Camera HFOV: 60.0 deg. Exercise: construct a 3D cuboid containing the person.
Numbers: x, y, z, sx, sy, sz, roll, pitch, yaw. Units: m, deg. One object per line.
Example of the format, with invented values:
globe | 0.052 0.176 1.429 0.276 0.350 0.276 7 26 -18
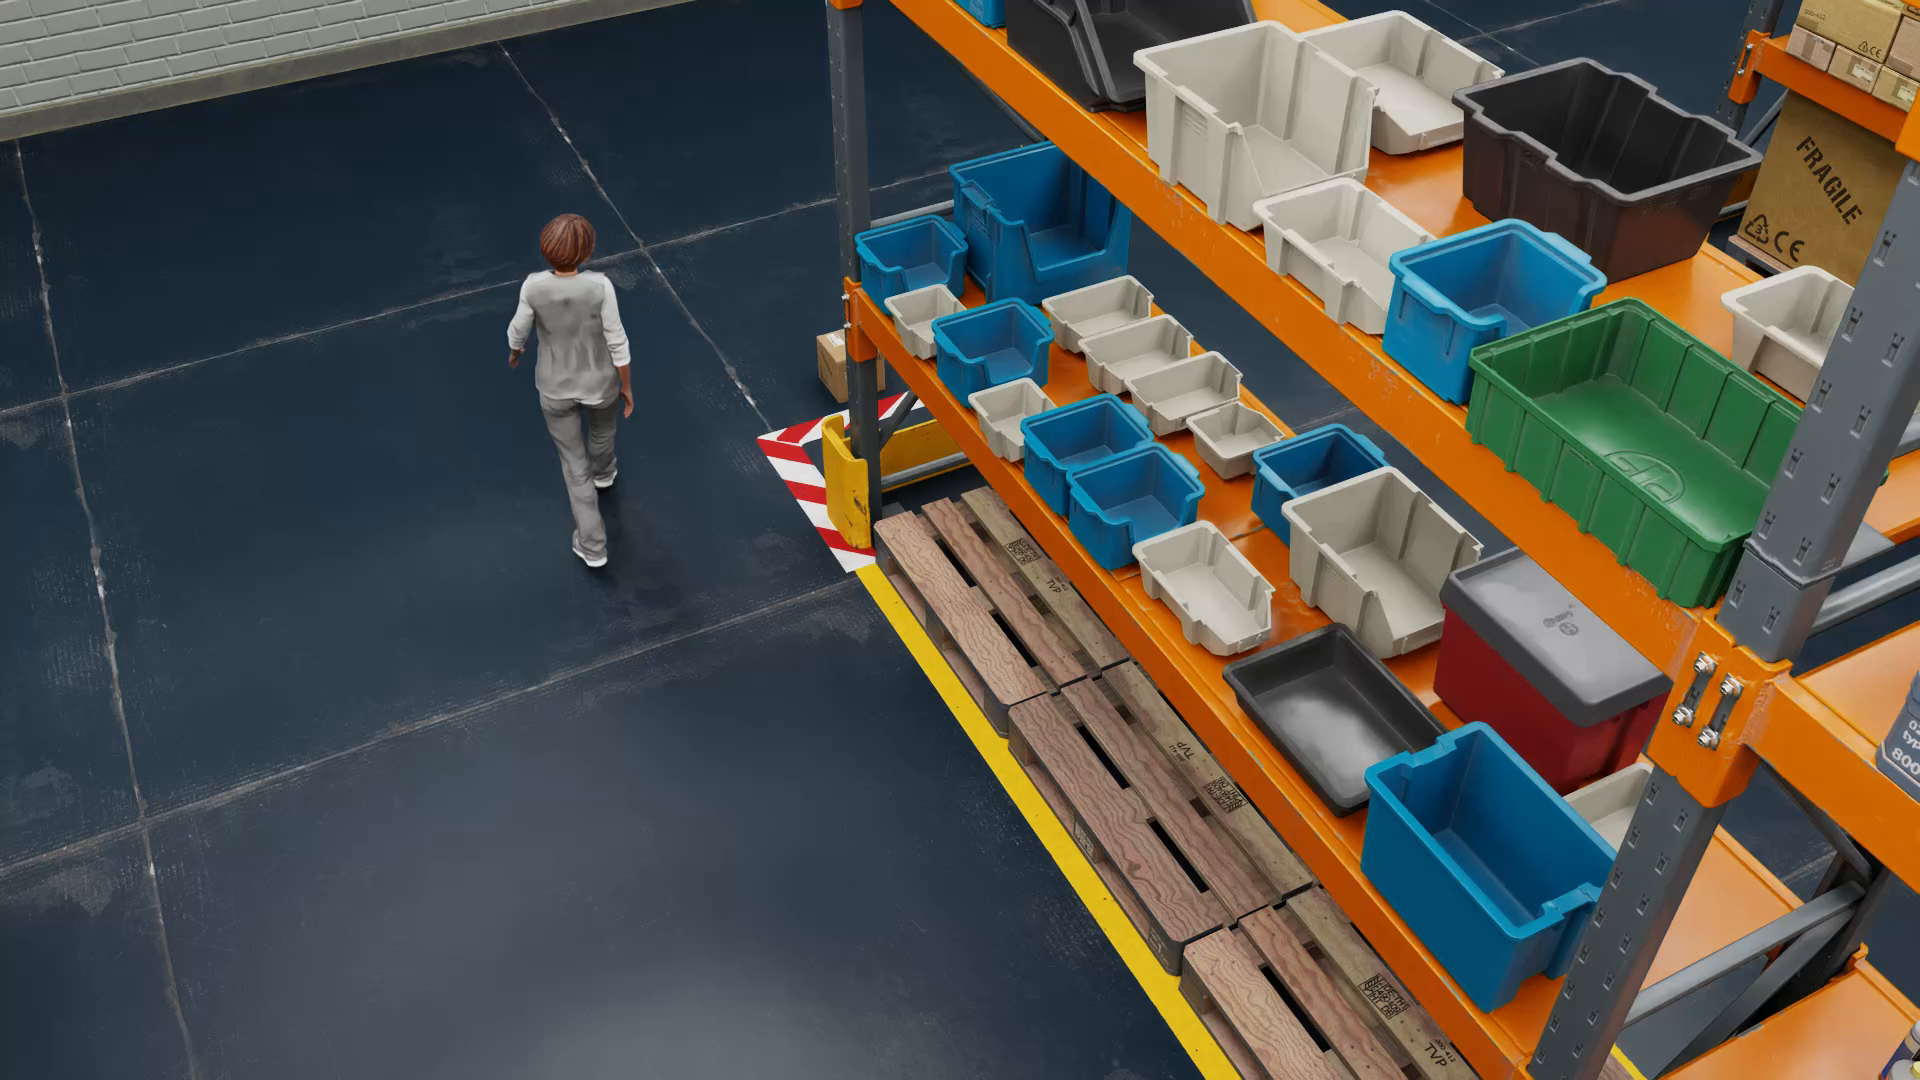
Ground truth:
person | -1.630 -0.689 6.982 0.538 1.579 0.808 -5 42 -6
